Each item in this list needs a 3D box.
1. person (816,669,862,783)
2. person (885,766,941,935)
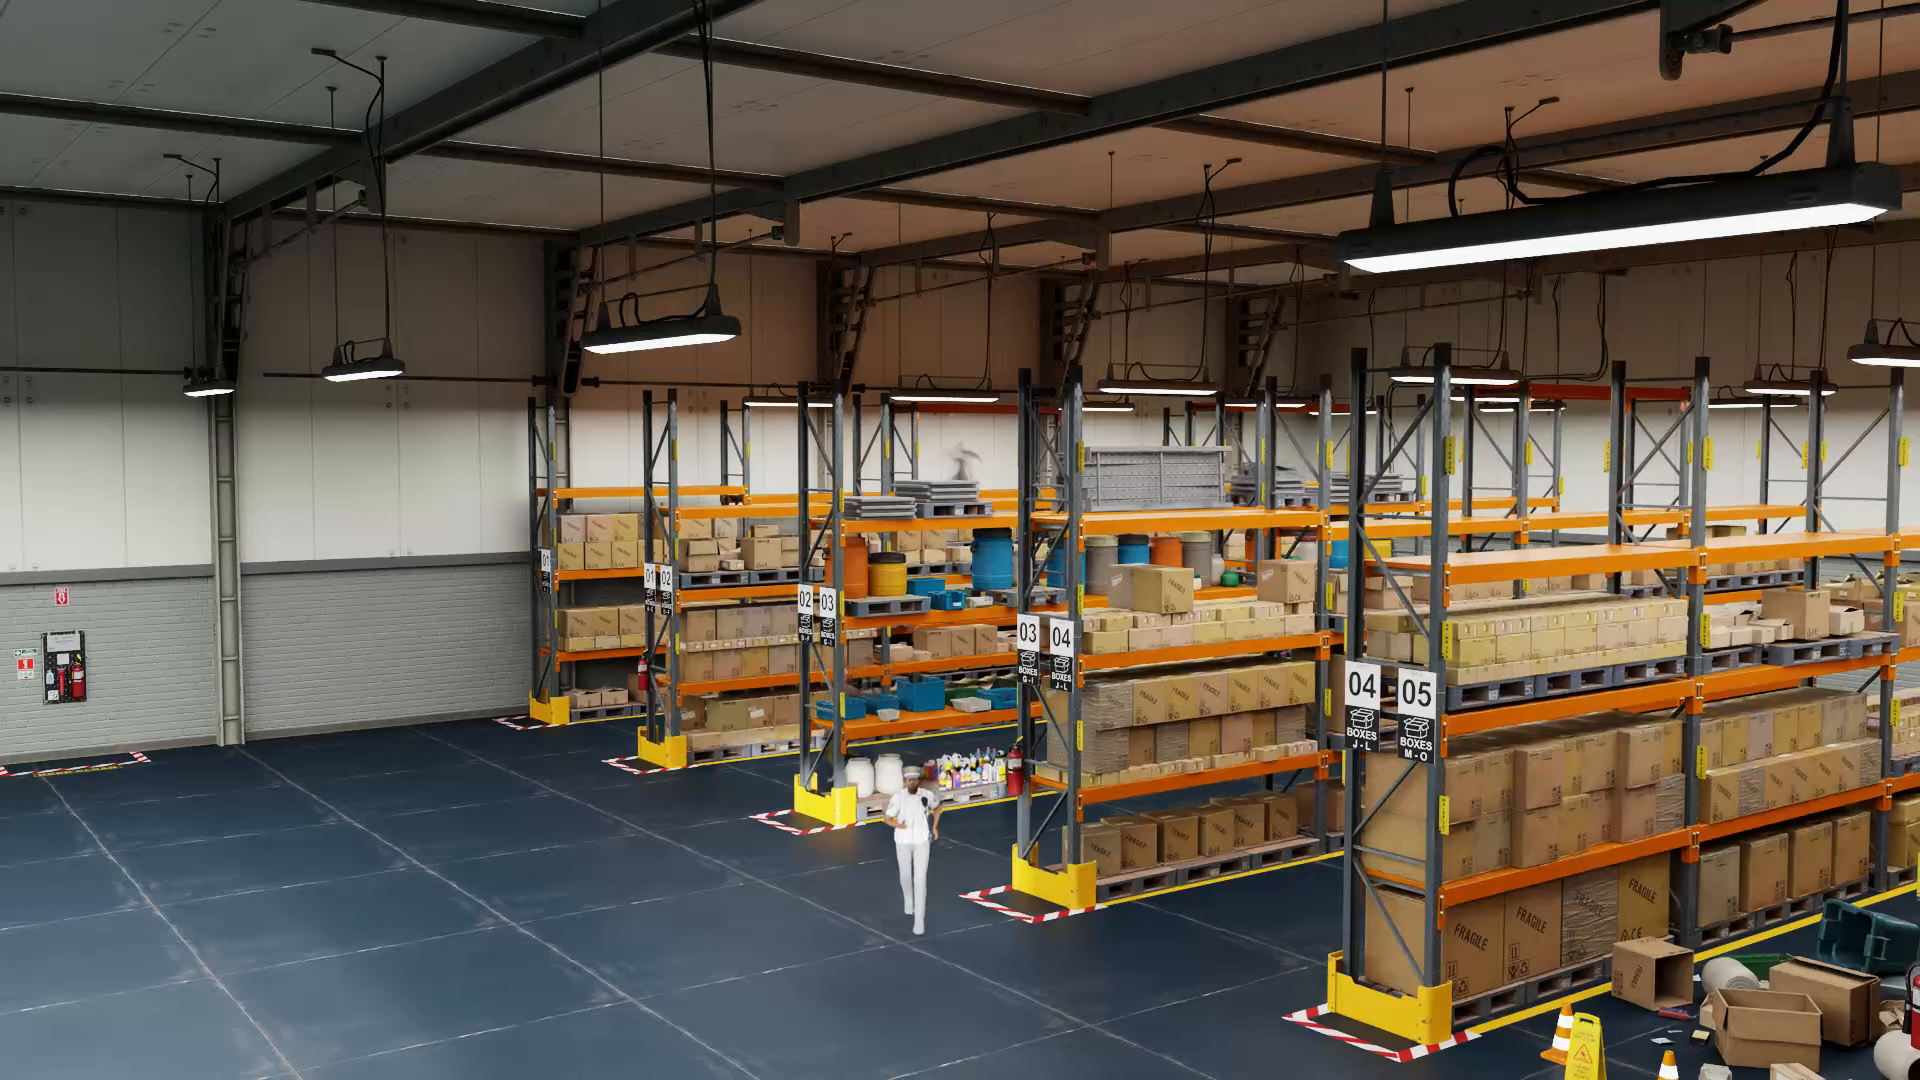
[{"bbox_3d":[-1.814,2.809,25.181,0.662,1.724,0.706,-3,5,-45],"label":"person"},{"bbox_3d":[-0.503,3.241,17.746,0.585,1.709,0.913,0,3,2],"label":"person"}]
